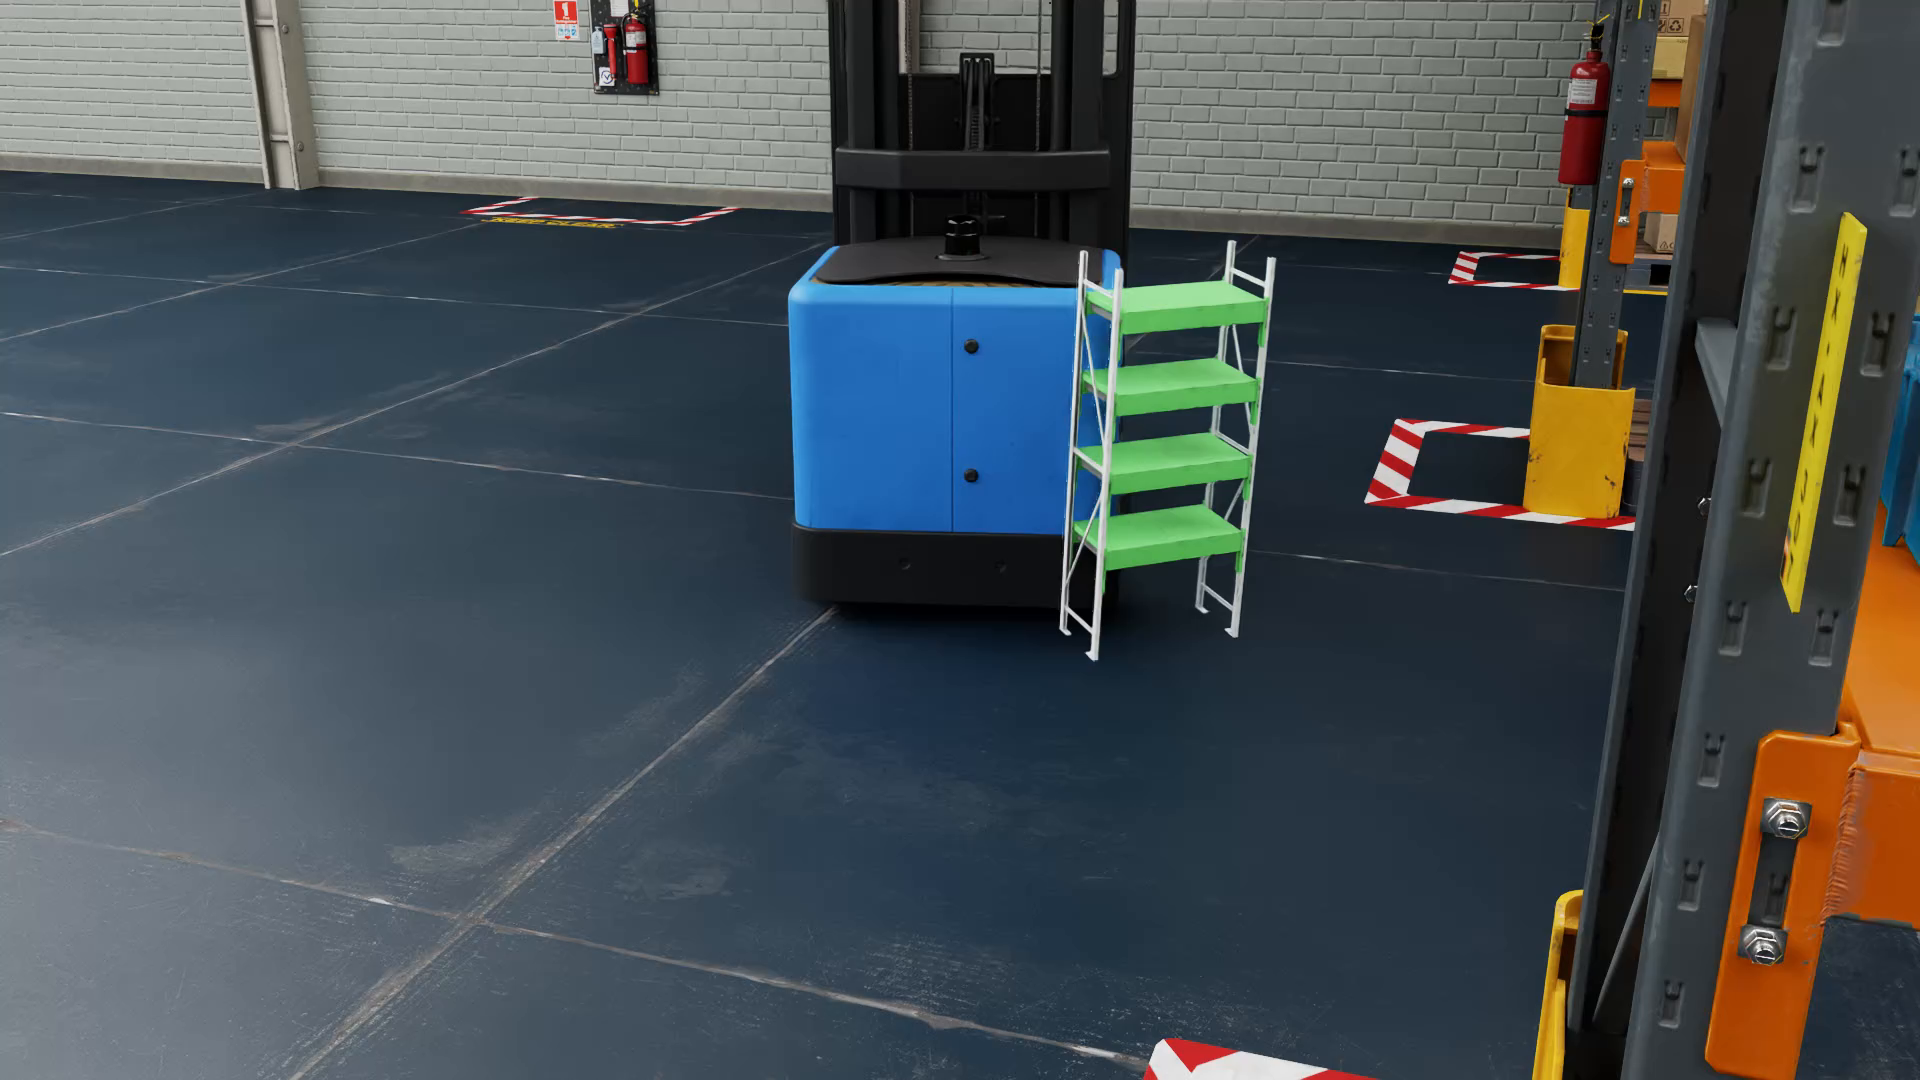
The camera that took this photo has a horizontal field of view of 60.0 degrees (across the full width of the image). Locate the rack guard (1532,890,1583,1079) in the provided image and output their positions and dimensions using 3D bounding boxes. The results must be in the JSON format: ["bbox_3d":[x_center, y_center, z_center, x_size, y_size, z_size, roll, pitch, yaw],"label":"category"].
[{"bbox_3d":[0.997,1.028,2.366,0.348,0.500,1.175,7,20,18],"label":"rack guard"}]

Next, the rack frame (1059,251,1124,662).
[{"bbox_3d":[0.380,-0.230,4.889,0.015,1.200,0.240,-8,25,-21],"label":"rack frame"}]

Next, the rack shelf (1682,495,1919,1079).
[{"bbox_3d":[2.799,0.410,1.435,4.000,0.370,1.077,7,20,18],"label":"rack shelf"}]

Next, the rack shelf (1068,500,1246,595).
[{"bbox_3d":[0.598,0.019,5.095,0.480,0.148,0.258,-8,25,-21],"label":"rack shelf"}]

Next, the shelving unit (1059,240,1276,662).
[{"bbox_3d":[0.606,-0.261,4.977,0.503,1.200,0.258,-8,25,-21],"label":"shelving unit"}]

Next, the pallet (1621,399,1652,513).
[{"bbox_3d":[3.275,-0.299,6.613,1.213,0.211,1.003,7,20,18],"label":"pallet"}]

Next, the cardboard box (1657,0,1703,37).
[{"bbox_3d":[4.513,-3.374,10.255,0.500,0.500,0.500,7,20,18],"label":"cardboard box"}]

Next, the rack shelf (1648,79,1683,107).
[{"bbox_3d":[6.050,-2.670,10.272,4.000,0.370,1.077,7,20,18],"label":"rack shelf"}]

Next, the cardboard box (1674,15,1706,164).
[{"bbox_3d":[2.976,-1.678,6.181,0.500,0.500,0.700,7,20,18],"label":"cardboard box"}]

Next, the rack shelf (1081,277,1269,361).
[{"bbox_3d":[0.617,-0.644,4.815,0.480,0.148,0.258,-8,25,-21],"label":"rack shelf"}]

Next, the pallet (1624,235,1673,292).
[{"bbox_3d":[4.989,-1.802,10.926,1.213,0.211,1.003,7,20,18],"label":"pallet"}]

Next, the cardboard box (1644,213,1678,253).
[{"bbox_3d":[4.785,-2.061,10.849,0.500,0.311,0.500,4,20,12],"label":"cardboard box"}]

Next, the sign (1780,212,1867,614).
[{"bbox_3d":[0.725,-0.106,1.402,0.005,0.325,0.100,7,20,18],"label":"sign"}]

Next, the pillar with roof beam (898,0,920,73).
[{"bbox_3d":[-1.974,-5.562,8.360,0.400,9.000,9.100,7,20,18],"label":"pillar with roof beam"}]

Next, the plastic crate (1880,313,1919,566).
[{"bbox_3d":[1.481,-0.114,2.073,0.616,0.251,0.499,7,20,18],"label":"plastic crate"}]

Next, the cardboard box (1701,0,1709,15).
[{"bbox_3d":[2.962,-2.057,6.282,0.250,0.149,0.380,6,20,17],"label":"cardboard box"}]

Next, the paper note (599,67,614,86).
[{"bbox_3d":[-3.028,-3.971,14.249,0.142,0.148,0.016,7,20,18],"label":"paper note"}]

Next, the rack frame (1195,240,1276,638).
[{"bbox_3d":[0.831,-0.292,5.065,0.015,1.200,0.240,-8,25,-21],"label":"rack frame"}]

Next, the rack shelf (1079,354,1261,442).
[{"bbox_3d":[0.611,-0.423,4.908,0.480,0.148,0.258,-8,25,-21],"label":"rack shelf"}]

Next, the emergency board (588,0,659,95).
[{"bbox_3d":[-2.883,-4.346,13.987,0.643,1.169,0.194,7,20,18],"label":"emergency board"}]

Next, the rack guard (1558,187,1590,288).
[{"bbox_3d":[4.233,-2.037,11.161,0.348,0.500,1.175,7,20,18],"label":"rack guard"}]

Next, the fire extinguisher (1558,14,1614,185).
[{"bbox_3d":[2.580,-1.806,6.817,0.183,0.674,0.296,7,20,18],"label":"fire extinguisher"}]

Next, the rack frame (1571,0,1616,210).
[{"bbox_3d":[4.161,-3.226,10.773,0.127,3.000,1.000,7,20,18],"label":"rack frame"}]

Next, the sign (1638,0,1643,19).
[{"bbox_3d":[2.351,-1.960,5.705,0.005,0.325,0.100,7,20,18],"label":"sign"}]

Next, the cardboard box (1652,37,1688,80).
[{"bbox_3d":[4.518,-3.013,10.360,0.500,0.250,0.500,6,20,16],"label":"cardboard box"}]

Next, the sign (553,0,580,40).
[{"bbox_3d":[-3.372,-4.455,14.245,0.234,0.329,0.001,7,20,18],"label":"sign"}]

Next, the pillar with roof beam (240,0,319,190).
[{"bbox_3d":[-7.642,-6.210,10.219,0.400,9.000,9.100,7,20,18],"label":"pillar with roof beam"}]

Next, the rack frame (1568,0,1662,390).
[{"bbox_3d":[2.539,-1.685,6.354,0.127,3.000,1.000,7,20,18],"label":"rack frame"}]

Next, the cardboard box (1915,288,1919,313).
[{"bbox_3d":[3.445,-0.759,6.096,0.500,0.500,0.500,7,20,18],"label":"cardboard box"}]

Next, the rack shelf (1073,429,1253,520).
[{"bbox_3d":[0.604,-0.202,5.002,0.480,0.148,0.258,-8,25,-21],"label":"rack shelf"}]

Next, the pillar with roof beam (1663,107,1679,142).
[{"bbox_3d":[3.693,-4.914,6.501,0.400,9.000,9.100,7,20,18],"label":"pillar with roof beam"}]

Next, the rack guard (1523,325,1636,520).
[{"bbox_3d":[2.516,-0.507,6.773,0.348,0.500,1.175,7,20,18],"label":"rack guard"}]

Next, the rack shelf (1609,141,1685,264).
[{"bbox_3d":[4.428,-1.130,5.852,4.000,0.370,1.077,7,20,18],"label":"rack shelf"}]

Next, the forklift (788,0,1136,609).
[{"bbox_3d":[0.097,-1.606,6.230,1.130,2.935,3.031,2,19,4],"label":"forklift"}]
